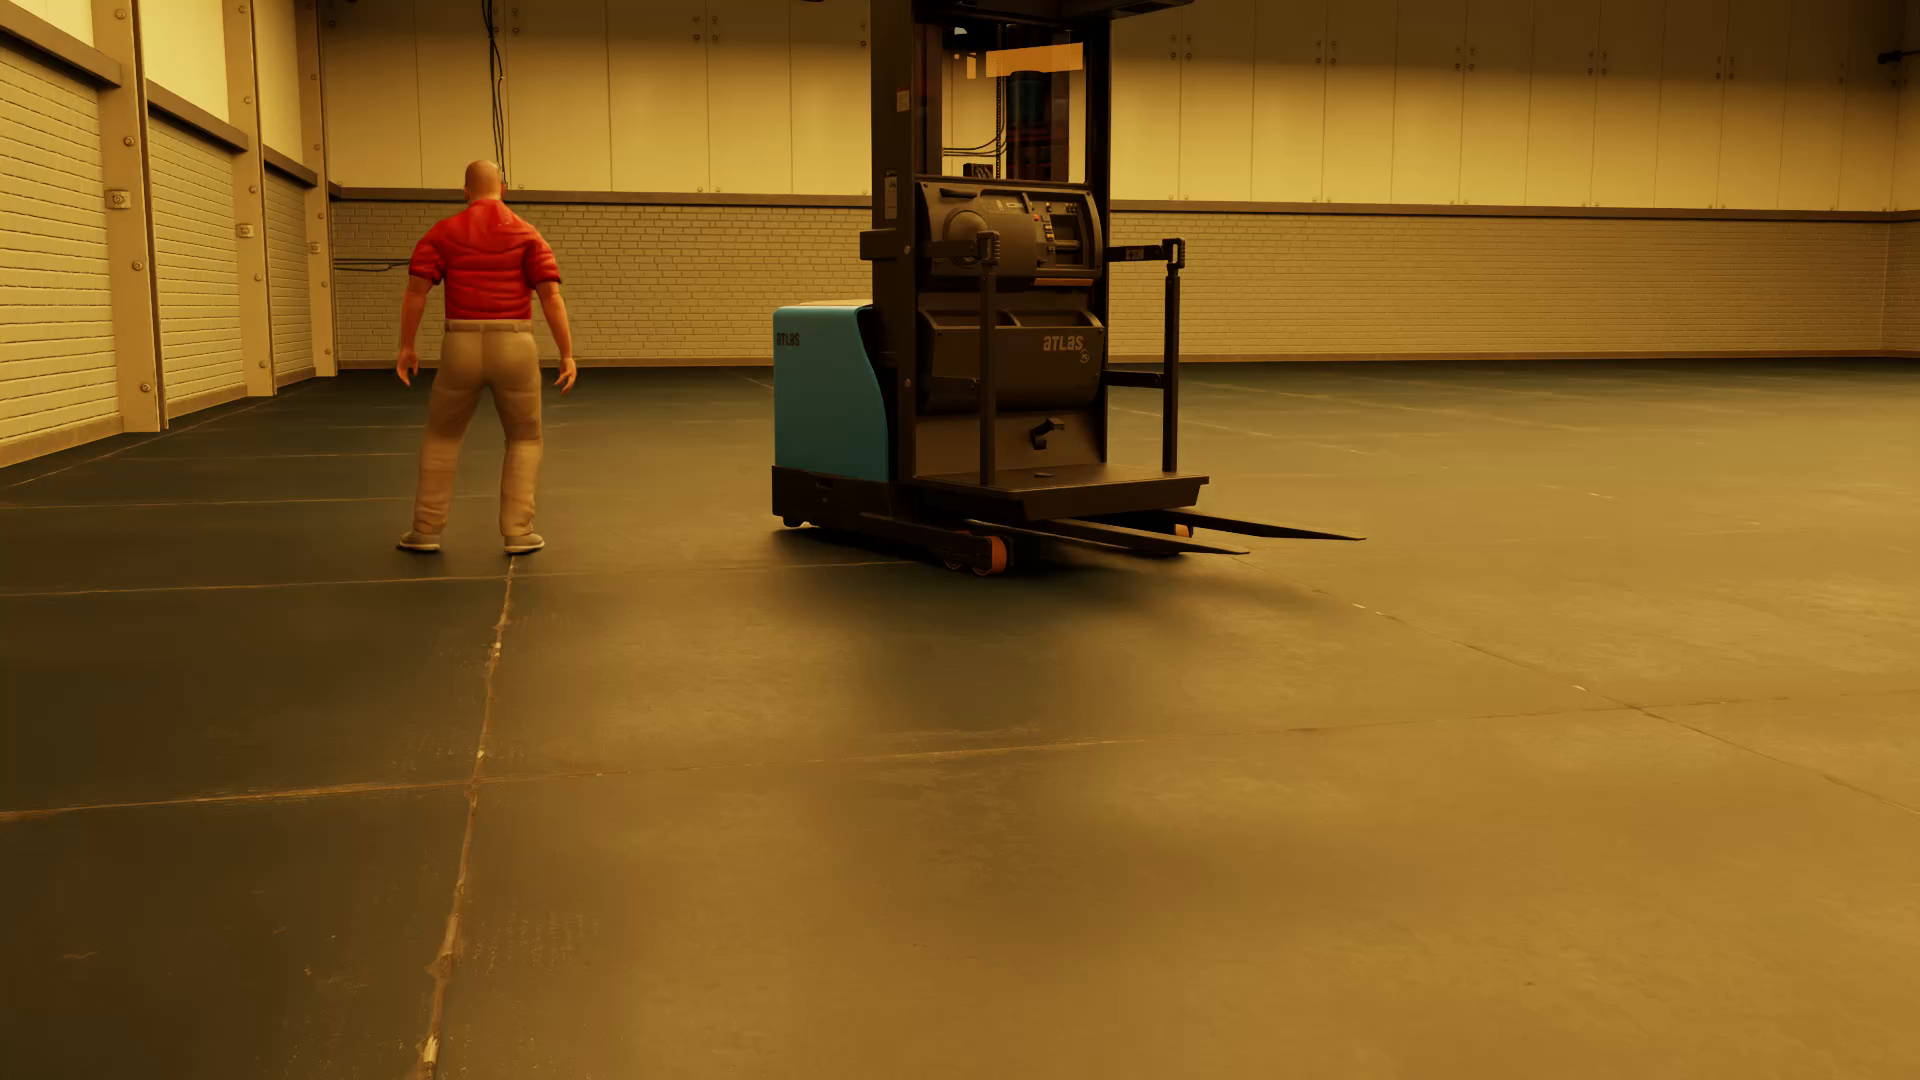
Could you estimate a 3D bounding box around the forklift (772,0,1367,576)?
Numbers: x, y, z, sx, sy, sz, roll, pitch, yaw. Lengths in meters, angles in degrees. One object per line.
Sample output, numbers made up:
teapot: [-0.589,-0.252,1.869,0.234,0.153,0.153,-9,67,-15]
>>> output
forklift: [0.355,-1.383,7.015,1.130,2.935,3.031,-6,10,-35]

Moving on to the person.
person: [-2.089,-0.796,7.274,0.842,1.702,0.382,0,8,-3]
